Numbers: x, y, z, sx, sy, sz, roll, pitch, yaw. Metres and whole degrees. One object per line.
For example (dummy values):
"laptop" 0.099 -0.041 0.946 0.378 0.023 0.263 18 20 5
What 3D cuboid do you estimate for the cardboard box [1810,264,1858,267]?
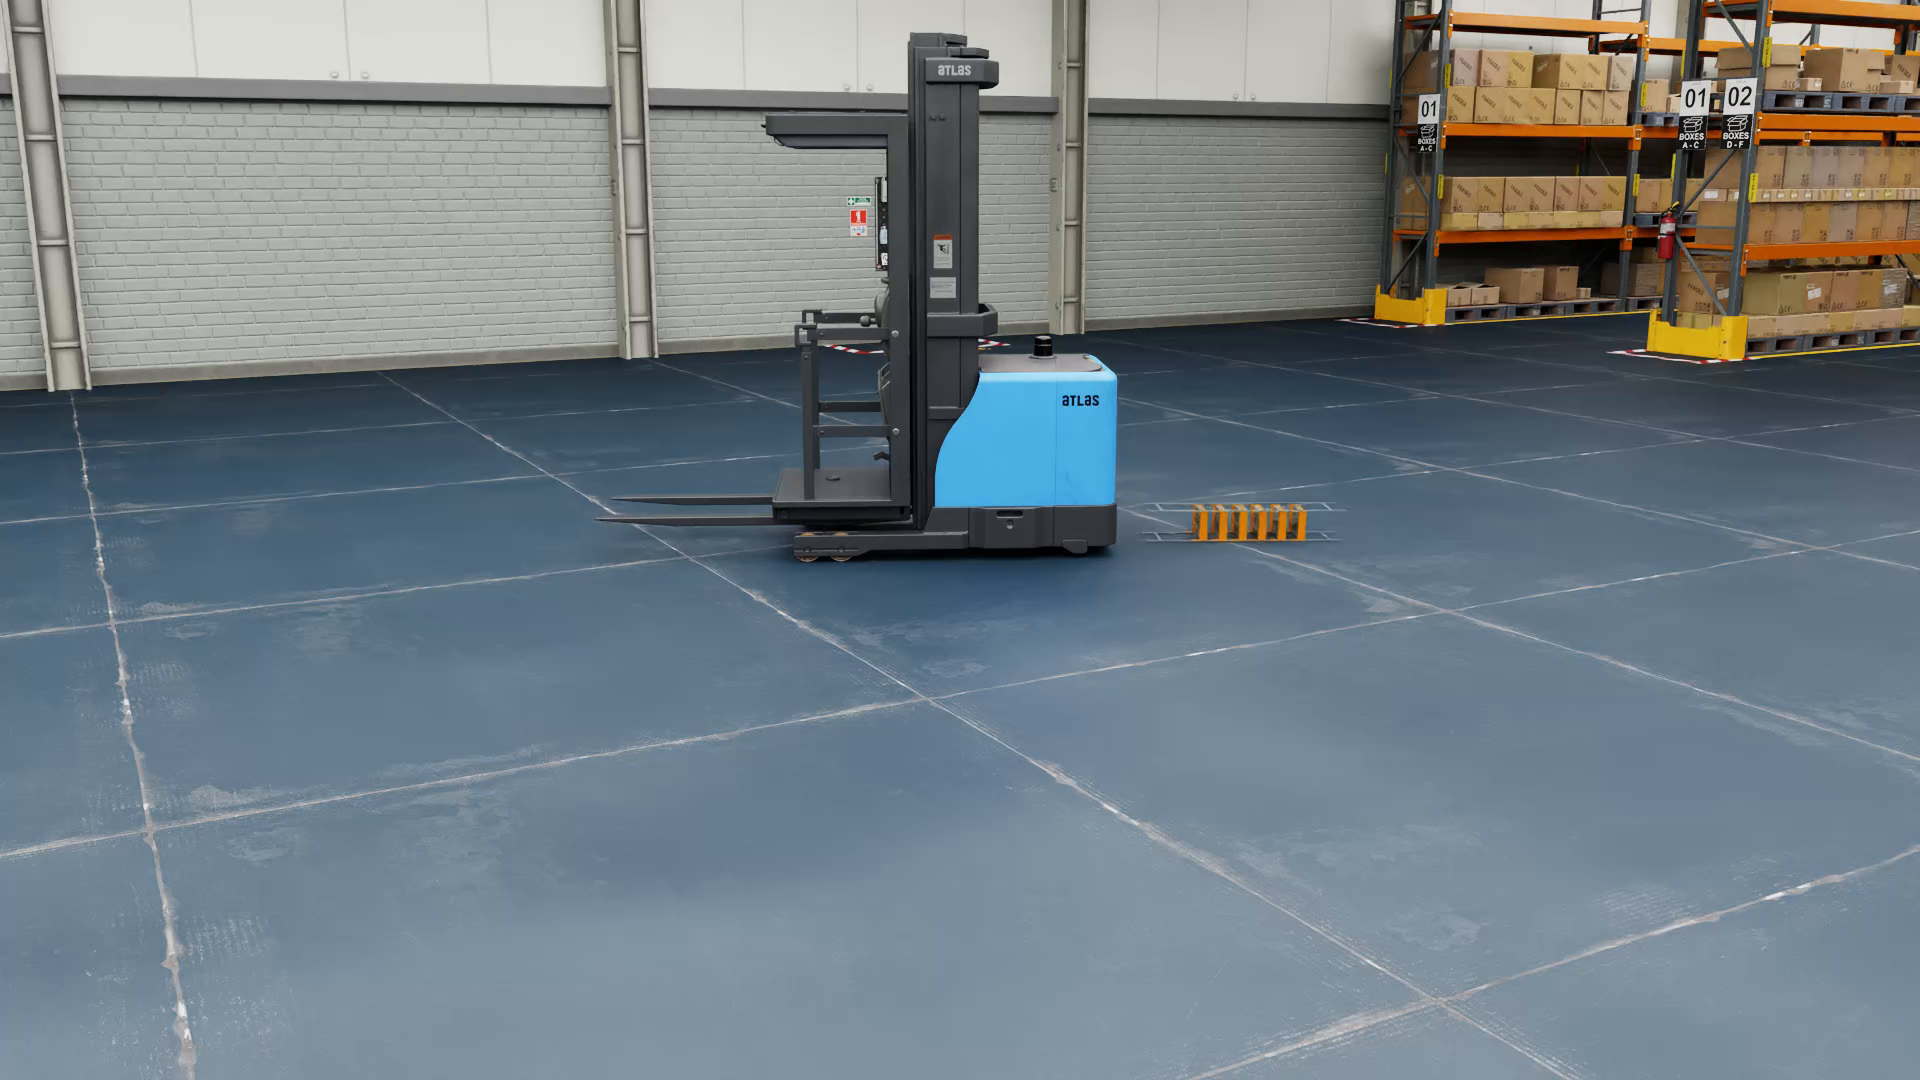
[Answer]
"cardboard box" 11.406 -3.317 21.612 0.500 0.500 0.500 -7 14 -28

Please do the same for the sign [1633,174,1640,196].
"sign" 10.288 -5.403 25.312 0.005 0.325 0.100 -7 14 -28

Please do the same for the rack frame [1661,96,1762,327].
"rack frame" 8.887 -3.709 19.758 0.127 3.000 1.000 -7 14 -28

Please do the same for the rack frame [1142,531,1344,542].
"rack frame" 1.726 -0.022 10.176 1.200 0.006 0.240 0 13 -3

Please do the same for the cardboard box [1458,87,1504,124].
"cardboard box" 7.412 -6.222 23.818 0.500 0.500 0.500 -6 14 -24

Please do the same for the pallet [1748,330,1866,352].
"pallet" 10.608 -2.565 21.024 1.213 0.211 1.003 -7 14 -28

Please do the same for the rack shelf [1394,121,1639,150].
"rack shelf" 8.266 -5.986 24.683 4.000 0.370 1.077 -7 14 -28

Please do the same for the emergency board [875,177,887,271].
"emergency board" -0.743 -4.020 21.139 0.643 1.169 0.194 -7 14 -28

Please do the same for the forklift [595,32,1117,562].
"forklift" -0.621 -1.423 9.757 3.031 2.935 1.130 -1 13 -3

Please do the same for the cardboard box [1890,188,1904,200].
"cardboard box" 11.585 -4.344 20.873 0.250 0.149 0.380 -7 14 -28

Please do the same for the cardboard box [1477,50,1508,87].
"cardboard box" 7.429 -6.710 23.709 0.500 0.500 0.500 -7 14 -29

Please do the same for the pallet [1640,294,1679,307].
"pallet" 11.776 -3.935 27.114 1.213 0.211 1.003 -7 14 -28

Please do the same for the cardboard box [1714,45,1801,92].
"cardboard box" 9.394 -5.556 19.621 0.637 0.503 0.797 -6 14 -24

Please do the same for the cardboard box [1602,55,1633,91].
"cardboard box" 9.712 -6.989 24.949 0.500 0.500 0.500 -8 15 -33

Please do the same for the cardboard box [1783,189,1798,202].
"cardboard box" 9.785 -4.128 19.916 0.250 0.149 0.380 -7 14 -28

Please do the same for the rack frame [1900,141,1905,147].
"rack frame" 17.043 -5.926 29.608 0.127 3.000 1.000 -7 14 -28

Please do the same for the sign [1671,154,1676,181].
"sign" 8.639 -4.495 20.076 0.005 0.325 0.100 -7 14 -28

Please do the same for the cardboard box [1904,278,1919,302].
"cardboard box" 12.616 -3.365 22.257 0.500 0.311 0.500 -7 14 -28

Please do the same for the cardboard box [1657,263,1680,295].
"cardboard box" 11.089 -4.224 26.737 0.500 0.500 0.700 -7 15 -29

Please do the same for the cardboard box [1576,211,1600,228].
"cardboard box" 9.310 -4.862 25.175 0.500 0.250 0.500 -7 14 -28

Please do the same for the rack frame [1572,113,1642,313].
"rack frame" 10.021 -5.084 25.868 0.127 3.000 1.000 -7 14 -28

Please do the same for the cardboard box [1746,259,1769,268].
"cardboard box" 12.925 -4.414 27.583 0.500 0.500 0.700 -7 14 -27

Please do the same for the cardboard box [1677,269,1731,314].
"cardboard box" 9.215 -3.052 20.437 0.500 0.500 0.500 -7 14 -28

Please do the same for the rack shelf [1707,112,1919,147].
"rack shelf" 10.643 -5.032 20.443 4.000 0.370 1.077 -7 14 -28

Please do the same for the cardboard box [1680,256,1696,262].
"cardboard box" 11.499 -4.628 26.825 0.500 0.250 0.500 -7 15 -29

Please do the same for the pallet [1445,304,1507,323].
"pallet" 7.307 -3.389 24.689 1.213 0.211 1.003 -7 14 -28

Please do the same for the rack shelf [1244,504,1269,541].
"rack shelf" 1.802 -0.111 10.160 0.103 0.180 0.258 0 13 -3

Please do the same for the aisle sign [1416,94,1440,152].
"aisle sign" 6.591 -5.866 23.422 0.004 0.787 0.394 -7 14 -28

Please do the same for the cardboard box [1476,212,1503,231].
"cardboard box" 7.540 -4.647 24.224 0.500 0.250 0.500 -7 15 -30

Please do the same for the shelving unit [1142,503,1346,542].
"shelving unit" 1.727 -0.111 10.156 1.200 0.189 0.258 0 13 -3

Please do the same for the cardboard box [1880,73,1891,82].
"cardboard box" 11.356 -5.764 20.985 0.500 0.311 0.500 -8 15 -31

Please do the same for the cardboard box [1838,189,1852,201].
"cardboard box" 10.684 -4.236 20.393 0.250 0.149 0.380 -7 14 -27

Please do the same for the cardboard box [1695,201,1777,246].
"cardboard box" 9.303 -3.804 19.954 0.500 0.500 0.700 -7 14 -28

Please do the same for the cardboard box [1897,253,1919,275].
"cardboard box" 16.535 -4.988 29.382 0.750 0.750 0.750 -7 14 -27

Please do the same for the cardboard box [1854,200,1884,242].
"cardboard box" 11.110 -4.022 20.921 0.500 0.500 0.700 -7 14 -27

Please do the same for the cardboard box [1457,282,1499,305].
"cardboard box" 7.661 -3.682 24.758 0.500 0.311 0.500 -6 14 -23

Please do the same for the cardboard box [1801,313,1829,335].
"cardboard box" 10.341 -2.692 20.544 0.500 0.250 0.500 -7 14 -28

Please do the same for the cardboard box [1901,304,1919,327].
"cardboard box" 12.096 -2.902 21.480 0.500 0.250 0.500 -7 14 -28

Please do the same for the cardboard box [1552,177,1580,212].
"cardboard box" 8.872 -5.173 24.850 0.500 0.500 0.500 -7 15 -29

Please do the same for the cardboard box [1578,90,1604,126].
"cardboard box" 9.247 -6.454 24.852 0.500 0.500 0.500 -8 15 -33

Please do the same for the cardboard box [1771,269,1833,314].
"cardboard box" 10.335 -3.060 20.472 0.500 0.500 0.500 -7 14 -28

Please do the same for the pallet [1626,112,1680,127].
"pallet" 10.614 -6.500 25.757 1.003 0.211 1.213 -7 14 -28

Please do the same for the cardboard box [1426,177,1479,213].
"cardboard box" 7.073 -4.958 23.896 0.500 0.500 0.500 -7 14 -28

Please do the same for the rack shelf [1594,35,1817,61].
"rack shelf" 11.777 -7.675 26.267 4.000 0.370 1.077 -7 14 -28

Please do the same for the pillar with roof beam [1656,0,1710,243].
"pillar with roof beam" 14.039 -7.632 23.526 0.400 9.000 9.100 -7 14 -28

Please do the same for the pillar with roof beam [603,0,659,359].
"pillar with roof beam" -1.760 -5.738 15.112 0.400 9.000 9.100 -7 14 -28

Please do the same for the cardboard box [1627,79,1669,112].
"cardboard box" 10.540 -6.843 25.669 0.500 0.500 0.500 -5 13 -20

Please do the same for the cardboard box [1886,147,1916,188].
"cardboard box" 11.569 -4.710 21.024 0.500 0.500 0.700 -7 14 -28

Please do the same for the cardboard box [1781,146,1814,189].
"cardboard box" 9.809 -4.499 20.087 0.500 0.500 0.700 -7 15 -29

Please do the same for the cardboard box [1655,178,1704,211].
"cardboard box" 11.541 -5.527 26.607 0.500 0.500 0.700 -5 14 -20

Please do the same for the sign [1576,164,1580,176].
"sign" 9.752 -5.755 26.214 0.005 0.325 0.100 -7 14 -28

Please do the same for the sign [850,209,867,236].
"sign" -1.278 -3.999 20.965 0.234 0.329 0.001 -7 14 -28
